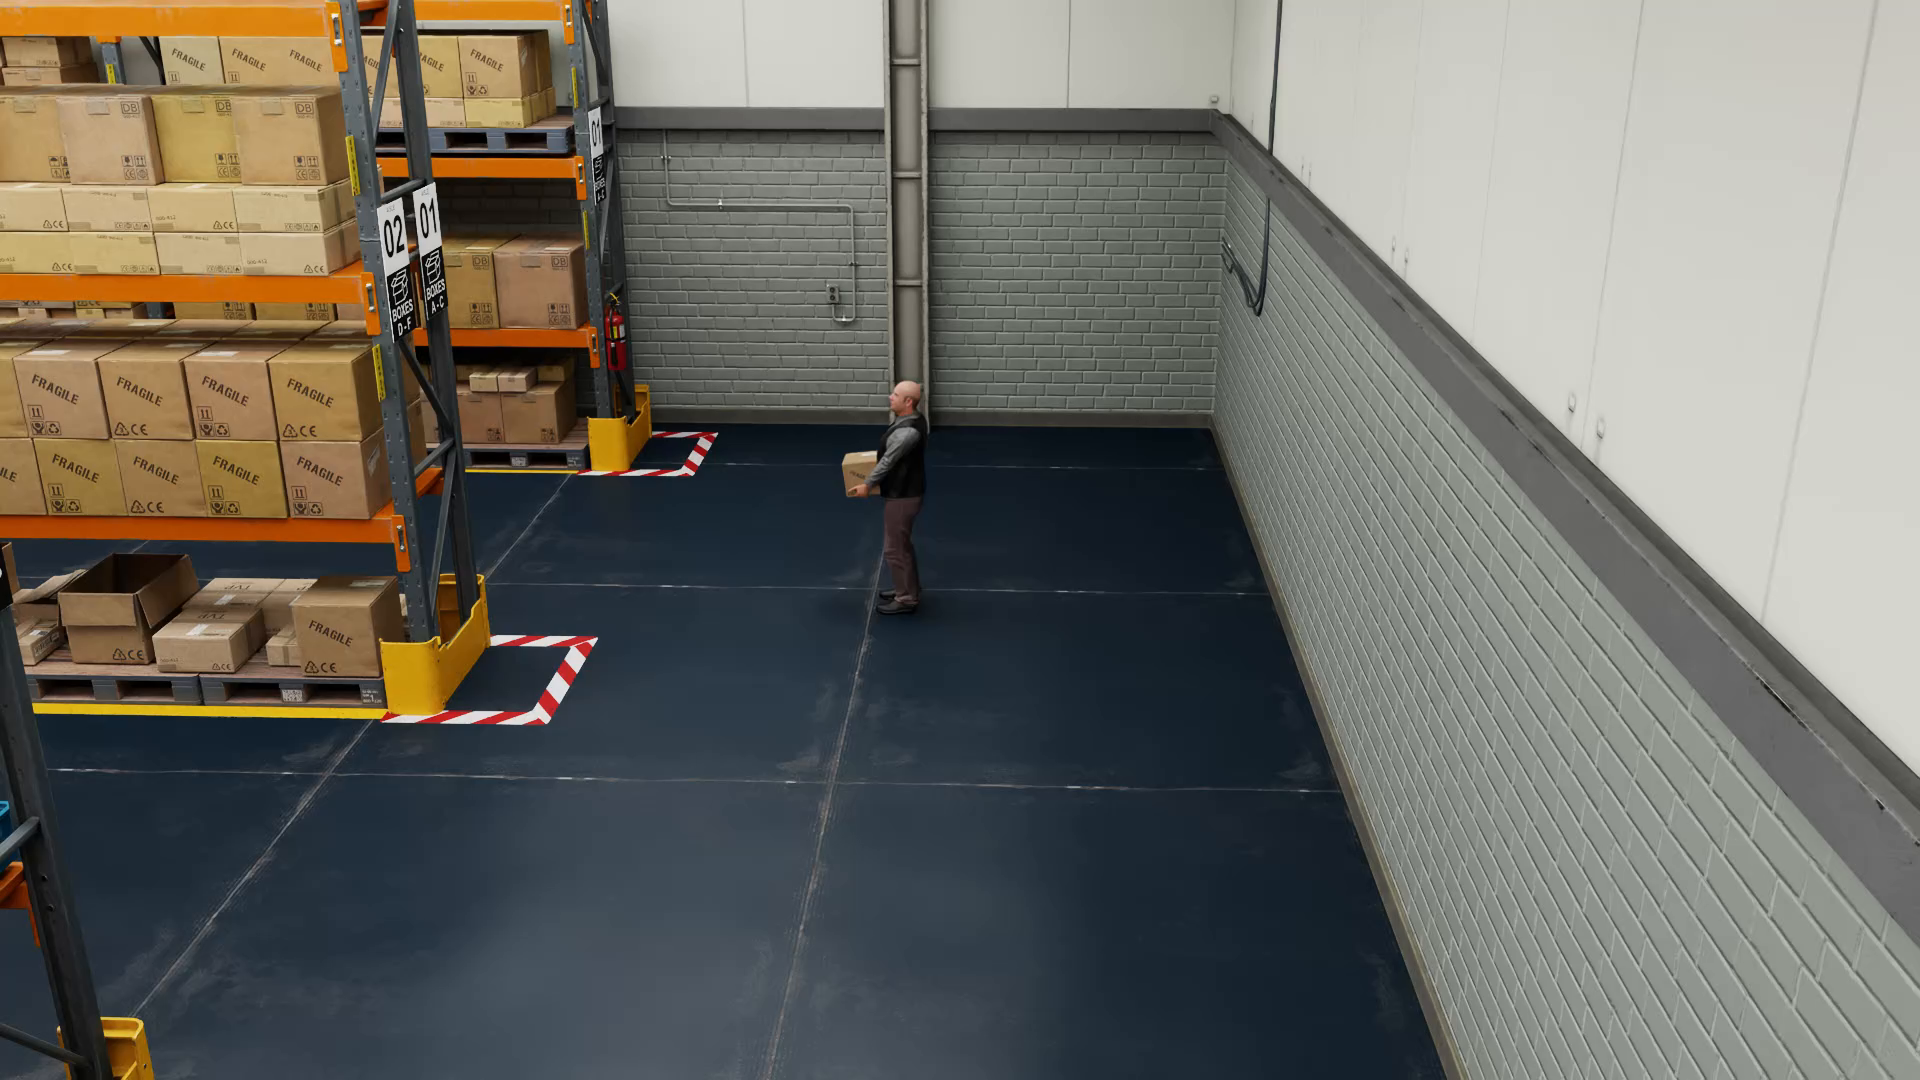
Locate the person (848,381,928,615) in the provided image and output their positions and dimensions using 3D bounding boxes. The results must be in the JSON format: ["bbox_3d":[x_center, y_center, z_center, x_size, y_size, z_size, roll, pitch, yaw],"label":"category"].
[{"bbox_3d":[-0.513,-0.316,11.964,0.556,1.713,0.494,1,21,3],"label":"person"}]
